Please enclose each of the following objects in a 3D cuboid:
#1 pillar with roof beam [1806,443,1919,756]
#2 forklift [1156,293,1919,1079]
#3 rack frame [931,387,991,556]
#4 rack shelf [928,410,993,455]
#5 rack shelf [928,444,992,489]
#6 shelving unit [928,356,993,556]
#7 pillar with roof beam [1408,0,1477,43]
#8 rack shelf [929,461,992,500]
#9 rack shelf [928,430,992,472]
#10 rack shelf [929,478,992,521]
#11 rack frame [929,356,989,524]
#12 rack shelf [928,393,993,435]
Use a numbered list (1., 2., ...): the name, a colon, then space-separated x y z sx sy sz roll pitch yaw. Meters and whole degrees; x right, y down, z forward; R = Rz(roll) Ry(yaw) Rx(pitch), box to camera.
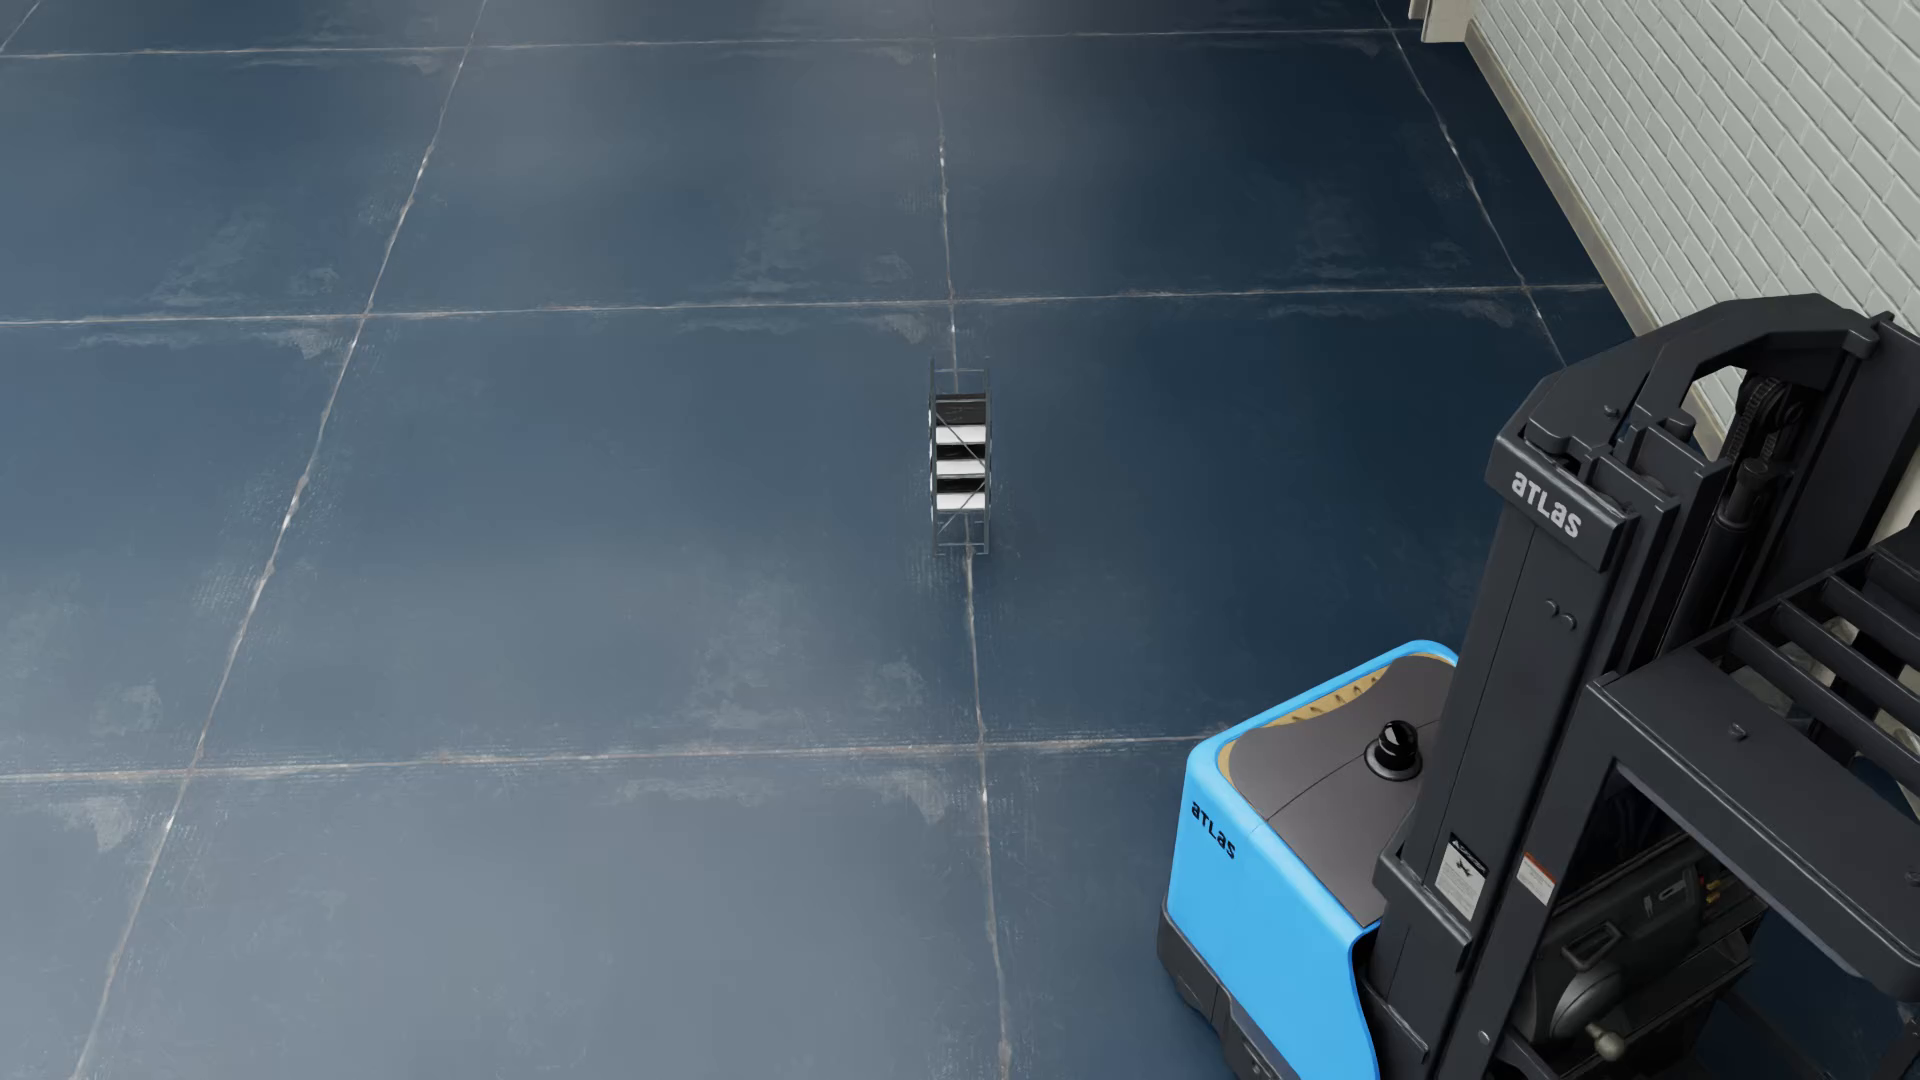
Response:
1. pillar with roof beam: -0.908 -2.502 3.320 9.100 9.000 0.400 -2 43 -2
2. forklift: 1.848 1.031 3.956 1.130 2.935 3.031 -22 47 -22
3. rack frame: 0.004 -0.269 6.877 0.240 0.900 0.006 -2 43 -2
4. rack shelf: 0.000 -0.445 6.853 0.258 0.077 0.200 -2 43 -2
5. rack shelf: 0.000 -0.313 6.974 0.258 0.077 0.200 -2 43 -2
6. shelving unit: 0.000 -0.337 6.952 0.258 0.900 0.210 -2 43 -2
7. pillar with roof beam: -1.162 -6.553 7.739 9.100 9.000 0.400 -2 43 -2
8. rack shelf: 0.000 -0.246 7.035 0.258 0.077 0.200 -2 43 -2
9. rack shelf: 0.000 -0.379 6.914 0.258 0.077 0.200 -2 43 -2
10. rack shelf: 0.000 -0.180 7.096 0.258 0.077 0.200 -2 43 -2
11. rack frame: -0.005 -0.406 7.027 0.240 0.900 0.006 -2 43 -2
12. rack shelf: 0.000 -0.512 6.792 0.258 0.077 0.200 -2 43 -2
